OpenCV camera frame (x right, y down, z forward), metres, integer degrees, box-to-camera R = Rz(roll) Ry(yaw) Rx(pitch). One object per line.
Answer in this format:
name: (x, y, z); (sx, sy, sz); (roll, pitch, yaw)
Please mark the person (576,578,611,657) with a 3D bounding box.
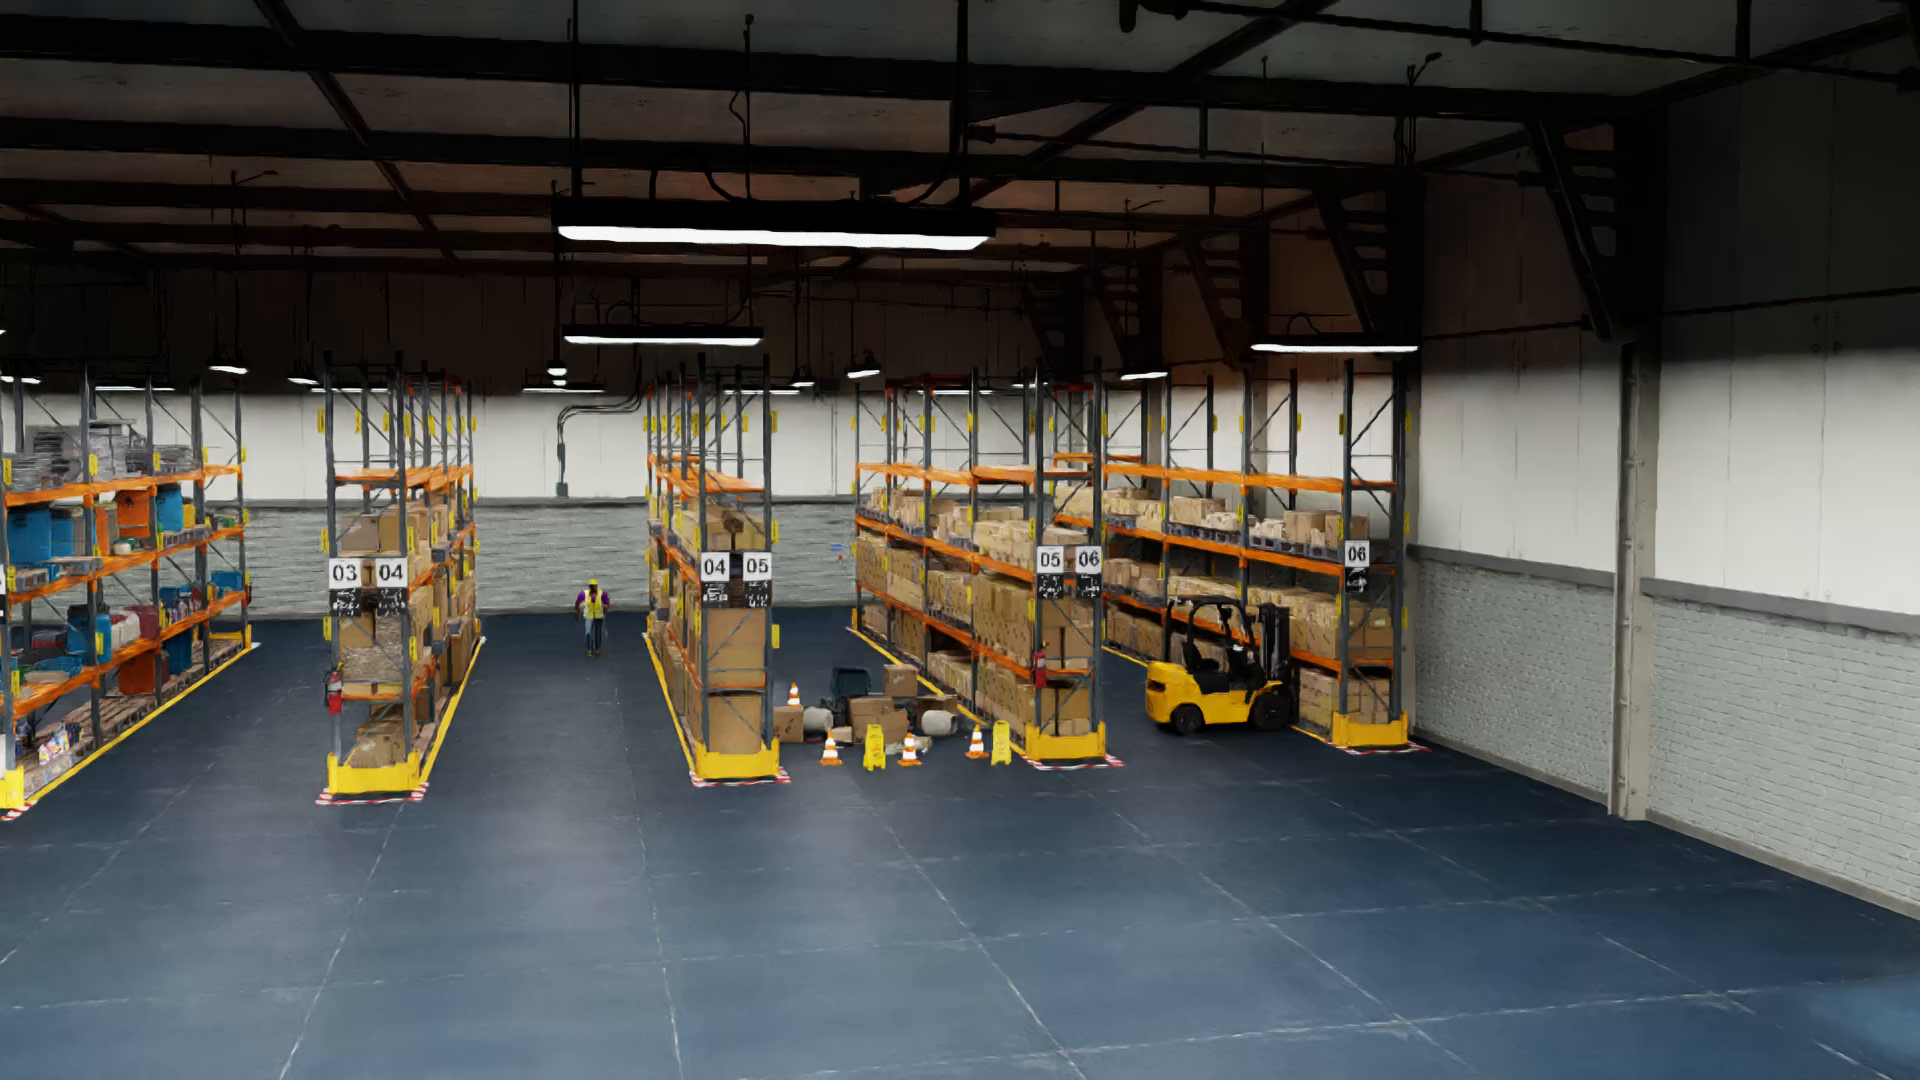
person: (-7.921, 1.651, 35.933); (0.734, 1.686, 0.882); (-1, 4, -17)
